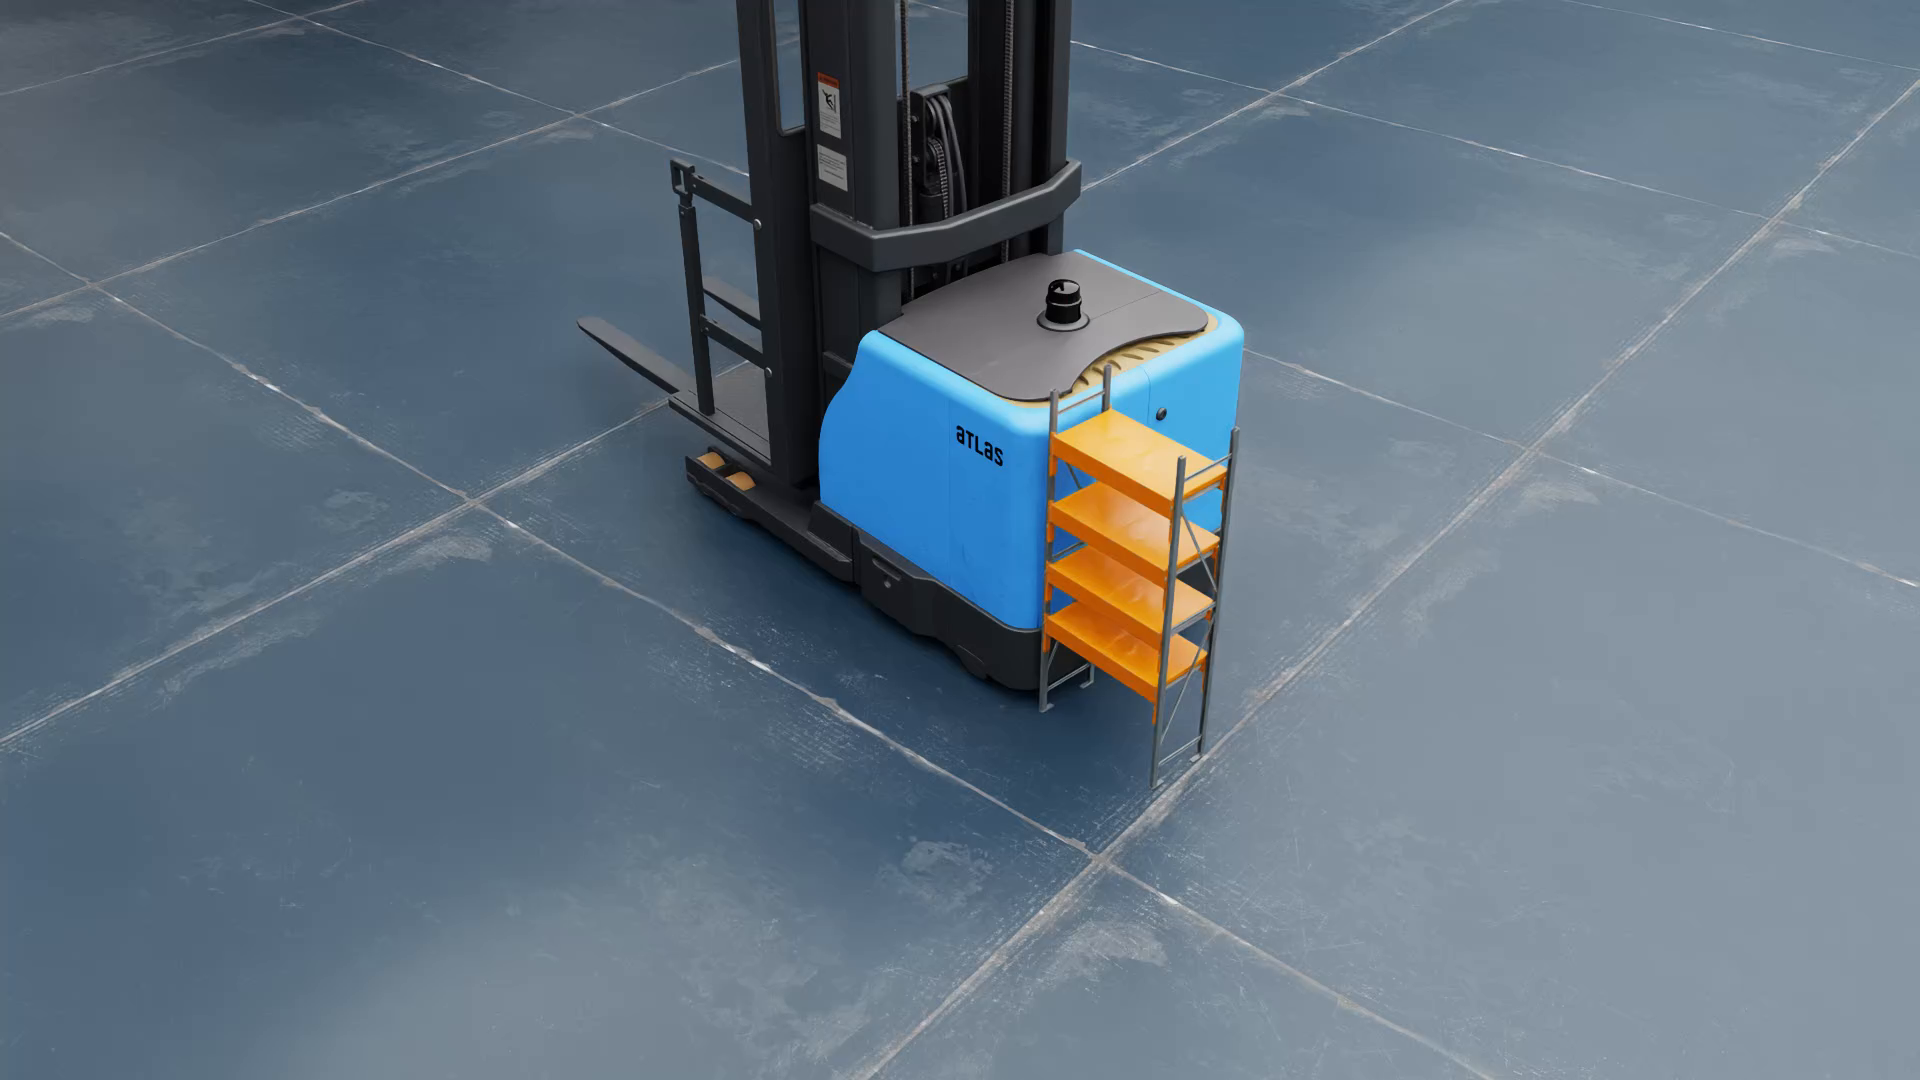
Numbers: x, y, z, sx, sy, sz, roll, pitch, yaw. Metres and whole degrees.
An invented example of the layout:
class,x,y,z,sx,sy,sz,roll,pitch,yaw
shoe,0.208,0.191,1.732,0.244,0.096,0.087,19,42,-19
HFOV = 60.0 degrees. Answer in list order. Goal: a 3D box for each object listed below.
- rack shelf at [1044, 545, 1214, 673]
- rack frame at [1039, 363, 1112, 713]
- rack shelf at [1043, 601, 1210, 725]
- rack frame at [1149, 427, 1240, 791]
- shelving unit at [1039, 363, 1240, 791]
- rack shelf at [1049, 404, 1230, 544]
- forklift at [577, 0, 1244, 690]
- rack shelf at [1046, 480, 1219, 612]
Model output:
class,x,y,z,sx,sy,sz,roll,pitch,yaw
rack shelf,0.514,0.182,5.044,0.258,0.148,0.480,-27,43,-33
rack frame,0.352,0.024,5.156,0.240,1.200,0.015,-27,43,-33
rack shelf,0.514,0.346,5.156,0.258,0.148,0.480,-27,43,-33
rack frame,0.677,0.230,4.856,0.240,1.200,0.015,-27,43,-33
shelving unit,0.514,0.127,5.006,0.258,1.200,0.503,-27,43,-33
rack shelf,0.514,-0.197,4.783,0.258,0.148,0.480,-27,43,-33
forklift,-0.416,-1.471,5.803,1.130,2.935,3.031,-27,43,-33
rack shelf,0.514,-0.002,4.917,0.258,0.148,0.480,-27,43,-33
